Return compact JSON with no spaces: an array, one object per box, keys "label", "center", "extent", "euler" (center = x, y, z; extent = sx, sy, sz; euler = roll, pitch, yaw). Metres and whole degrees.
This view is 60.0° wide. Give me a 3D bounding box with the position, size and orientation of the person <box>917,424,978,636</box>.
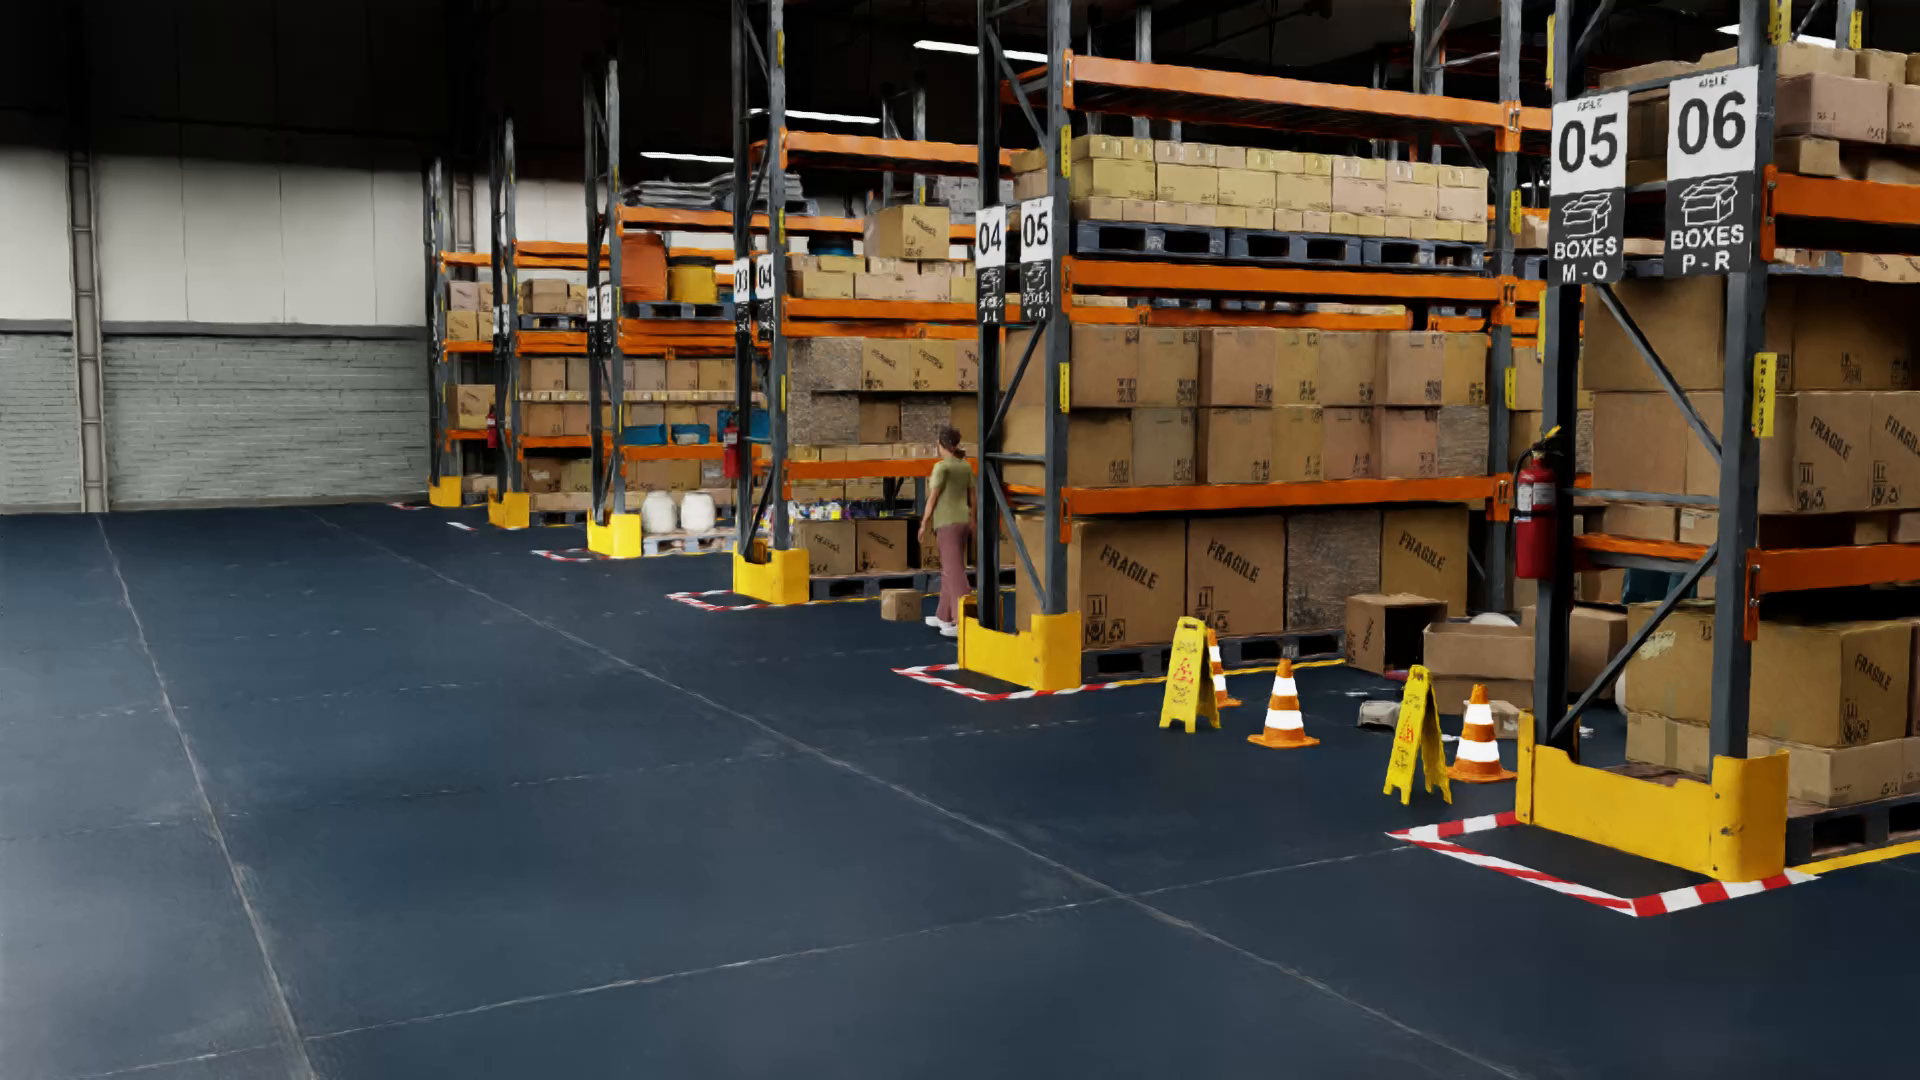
[{"label":"person","center":[-0.117,-0.093,13.293],"extent":[0.654,1.661,0.570],"euler":[3,6,29]}]
